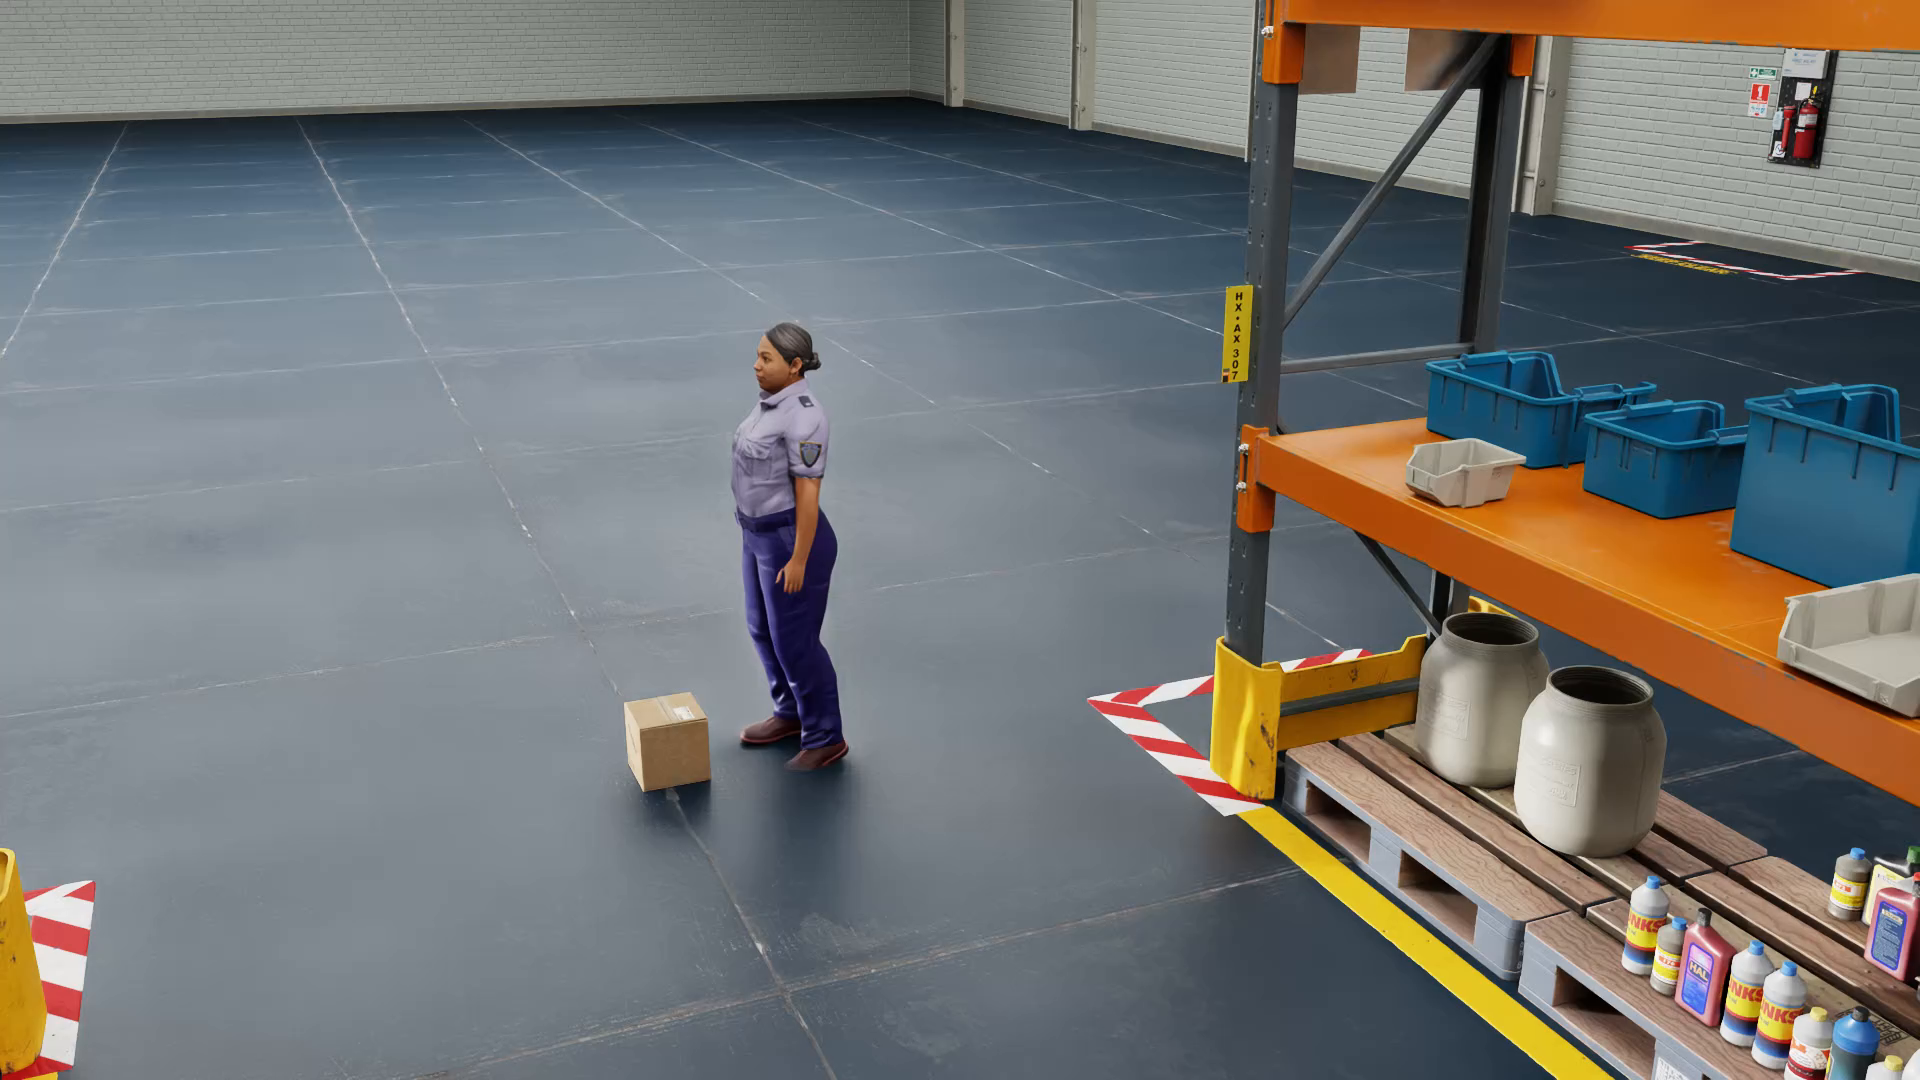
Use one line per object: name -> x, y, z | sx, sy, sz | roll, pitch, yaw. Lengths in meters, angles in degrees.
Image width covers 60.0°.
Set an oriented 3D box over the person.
person -> -0.629, 0.042, 6.037 | 0.354, 1.685, 0.467 | -7, 20, -21
